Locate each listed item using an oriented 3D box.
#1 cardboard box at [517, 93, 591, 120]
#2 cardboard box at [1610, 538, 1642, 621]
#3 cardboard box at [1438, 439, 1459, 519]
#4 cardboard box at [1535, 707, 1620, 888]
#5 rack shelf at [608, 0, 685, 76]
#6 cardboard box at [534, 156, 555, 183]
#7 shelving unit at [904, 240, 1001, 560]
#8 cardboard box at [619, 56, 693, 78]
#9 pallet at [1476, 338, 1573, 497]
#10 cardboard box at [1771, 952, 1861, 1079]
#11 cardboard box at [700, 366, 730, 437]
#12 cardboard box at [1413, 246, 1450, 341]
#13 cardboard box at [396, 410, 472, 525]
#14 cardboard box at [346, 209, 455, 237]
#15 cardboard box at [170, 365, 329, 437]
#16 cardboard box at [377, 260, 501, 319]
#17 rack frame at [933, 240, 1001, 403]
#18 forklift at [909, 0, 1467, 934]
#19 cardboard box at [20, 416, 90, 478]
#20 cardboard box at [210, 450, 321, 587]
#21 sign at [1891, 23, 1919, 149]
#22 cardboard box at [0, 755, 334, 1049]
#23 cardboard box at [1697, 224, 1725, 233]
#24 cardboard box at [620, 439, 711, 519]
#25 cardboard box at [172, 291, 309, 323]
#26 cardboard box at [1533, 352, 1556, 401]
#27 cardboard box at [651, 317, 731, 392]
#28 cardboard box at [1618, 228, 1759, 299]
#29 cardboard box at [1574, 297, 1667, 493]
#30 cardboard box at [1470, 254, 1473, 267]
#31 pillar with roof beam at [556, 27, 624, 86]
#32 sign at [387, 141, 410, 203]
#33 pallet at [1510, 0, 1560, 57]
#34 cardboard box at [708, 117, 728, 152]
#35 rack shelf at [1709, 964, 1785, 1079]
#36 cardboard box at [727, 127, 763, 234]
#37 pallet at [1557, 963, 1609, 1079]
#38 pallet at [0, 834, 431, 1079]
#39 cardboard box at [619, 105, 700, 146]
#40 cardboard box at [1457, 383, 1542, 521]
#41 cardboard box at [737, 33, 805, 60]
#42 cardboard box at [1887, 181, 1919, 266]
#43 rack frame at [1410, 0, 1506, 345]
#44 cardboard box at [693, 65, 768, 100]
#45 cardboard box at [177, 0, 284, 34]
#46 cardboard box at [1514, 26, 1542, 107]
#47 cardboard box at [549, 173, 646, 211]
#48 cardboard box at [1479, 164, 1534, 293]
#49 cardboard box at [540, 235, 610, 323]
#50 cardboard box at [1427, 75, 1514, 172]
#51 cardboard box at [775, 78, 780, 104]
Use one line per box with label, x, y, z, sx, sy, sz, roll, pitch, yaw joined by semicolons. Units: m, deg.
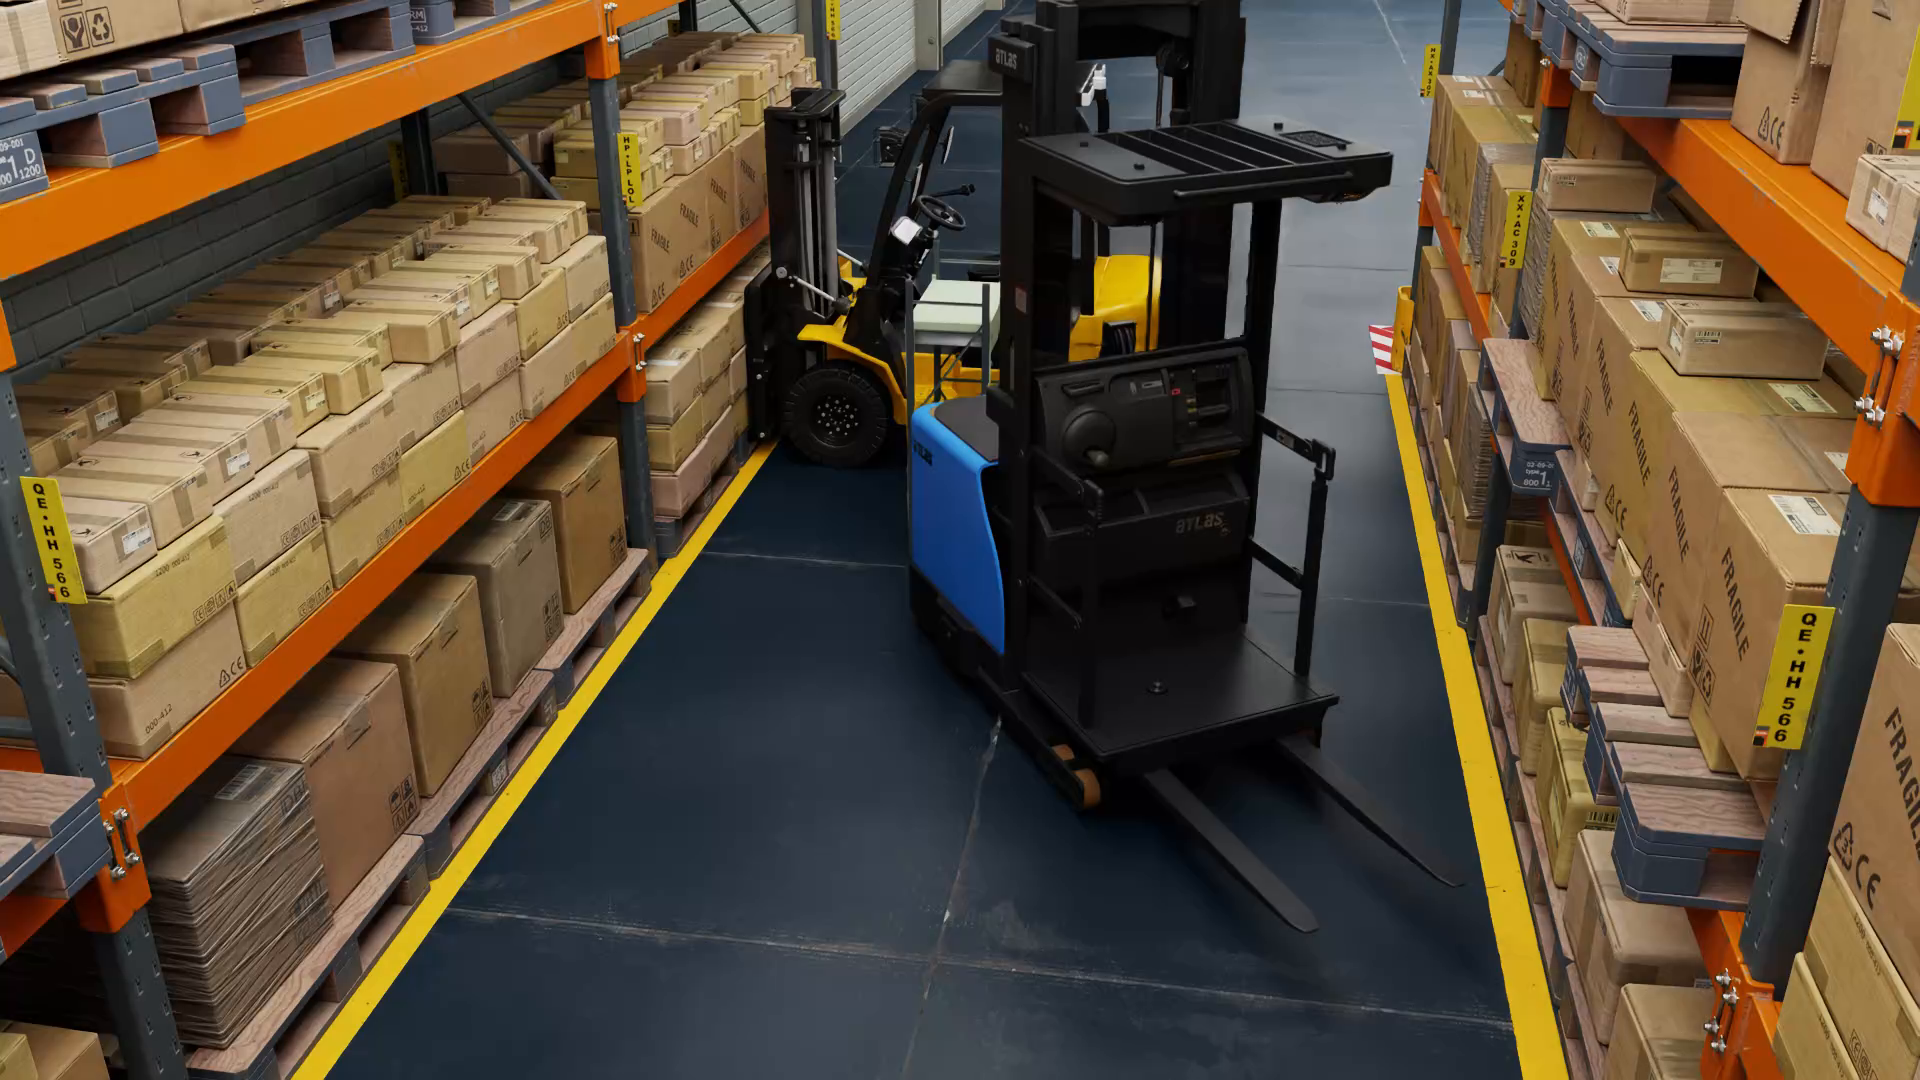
cardboard box;-2.121;-2.273;8.833;0.380;0.149;0.250;4;25;8
cardboard box;2.086;0.124;4.747;0.380;0.149;0.250;4;25;9
cardboard box;2.778;-0.306;8.615;0.500;0.250;0.500;3;25;7
cardboard box;2.560;0.939;5.810;0.950;0.372;0.625;5;26;10
rack shelf;-1.702;-3.084;9.110;1.077;0.370;4.000;4;25;9
cardboard box;-2.223;-1.813;8.202;0.380;0.149;0.250;3;25;7
shelving unit;0.001;-0.682;8.438;0.431;1.500;0.755;4;25;9
cardboard box;-1.819;-2.803;9.966;0.380;0.149;0.250;5;26;10
pallet;2.601;-0.476;6.455;1.003;0.211;1.213;4;25;9
cardboard box;1.887;1.056;3.133;0.500;0.250;0.500;4;25;8
cardboard box;-1.565;-0.778;9.031;0.500;0.250;0.500;4;25;8
cardboard box;3.115;-1.502;10.283;0.500;0.500;0.500;3;25;7
cardboard box;-2.118;-0.285;5.998;0.500;0.250;0.500;5;26;10
cardboard box;-2.393;-1.313;7.134;0.380;0.149;0.250;3;25;7
cardboard box;-2.239;-0.432;5.252;0.380;0.149;0.250;4;25;9
cardboard box;-1.998;-0.963;6.386;0.380;0.149;0.250;3;25;7
rack frame;0.061;-0.835;8.765;0.400;1.500;0.023;4;25;9
forklift;0.823;-0.477;6.313;1.130;2.935;3.031;-11;27;-22
cardboard box;-2.794;-0.252;4.867;0.380;0.149;0.250;4;25;8
cardboard box;-2.286;-0.078;4.966;0.500;0.250;0.500;5;26;10
sign;1.680;-0.831;2.838;0.100;0.325;0.005;4;25;9
cardboard box;-2.567;1.084;5.202;0.875;0.625;0.625;5;26;10
cardboard box;2.940;-0.826;6.012;0.500;0.500;0.500;4;25;9
cardboard box;-1.623;-0.339;8.684;0.500;0.250;0.500;4;25;9
cardboard box;-2.593;-0.787;6.010;0.380;0.149;0.250;4;25;9
cardboard box;2.417;-0.636;6.371;0.380;0.149;0.250;5;25;10
cardboard box;-1.546;-1.006;8.930;0.500;0.250;0.500;4;25;9
cardboard box;2.367;-0.903;5.411;0.380;0.149;0.250;5;26;11
cardboard box;2.261;-0.435;5.178;0.500;0.500;0.500;3;25;6
cardboard box;2.855;-1.444;8.593;0.380;0.149;0.250;4;25;8
pillar with roof beam;1.869;-5.078;8.983;9.100;9.000;0.400;4;25;9
sign;-2.576;-1.680;7.687;0.100;0.325;0.005;4;25;9
pallet;2.663;-1.895;5.943;1.213;0.211;1.003;4;25;9
cardboard box;-1.479;-2.202;9.033;0.380;0.149;0.250;3;25;7
rack shelf;1.888;1.963;1.867;1.077;0.370;4.000;4;25;9
cardboard box;-1.445;-2.067;9.510;0.500;0.500;0.500;4;25;9
pallet;2.344;1.737;4.790;1.003;0.211;1.213;4;25;9
pallet;-2.509;1.380;5.554;1.003;0.211;1.213;4;25;9
cardboard box;-1.554;-2.125;8.517;0.380;0.149;0.250;5;25;10
cardboard box;2.701;-0.423;7.979;0.500;0.500;0.500;4;25;8
cardboard box;-1.225;-3.197;10.808;0.380;0.149;0.250;4;25;9
cardboard box;2.060;-0.590;3.231;0.380;0.149;0.250;4;25;9
rack frame;3.523;-2.545;10.649;1.000;3.000;0.127;4;25;9
cardboard box;-1.335;-2.656;9.653;0.380;0.149;0.250;5;25;10
cardboard box;-2.340;-1.685;4.542;0.700;0.500;0.500;4;25;8
cardboard box;3.565;-2.738;9.413;0.700;0.500;0.500;4;25;9
cardboard box;-1.717;-1.669;7.894;0.380;0.149;0.250;4;25;8
cardboard box;2.774;-1.471;7.886;0.500;0.500;0.500;5;26;10
cardboard box;-1.857;-1.150;7.256;0.500;0.250;0.500;3;25;7
cardboard box;3.172;-2.546;10.183;0.500;0.500;0.500;4;25;8
cardboard box;-1.322;-2.746;10.195;0.380;0.149;0.250;4;25;8
